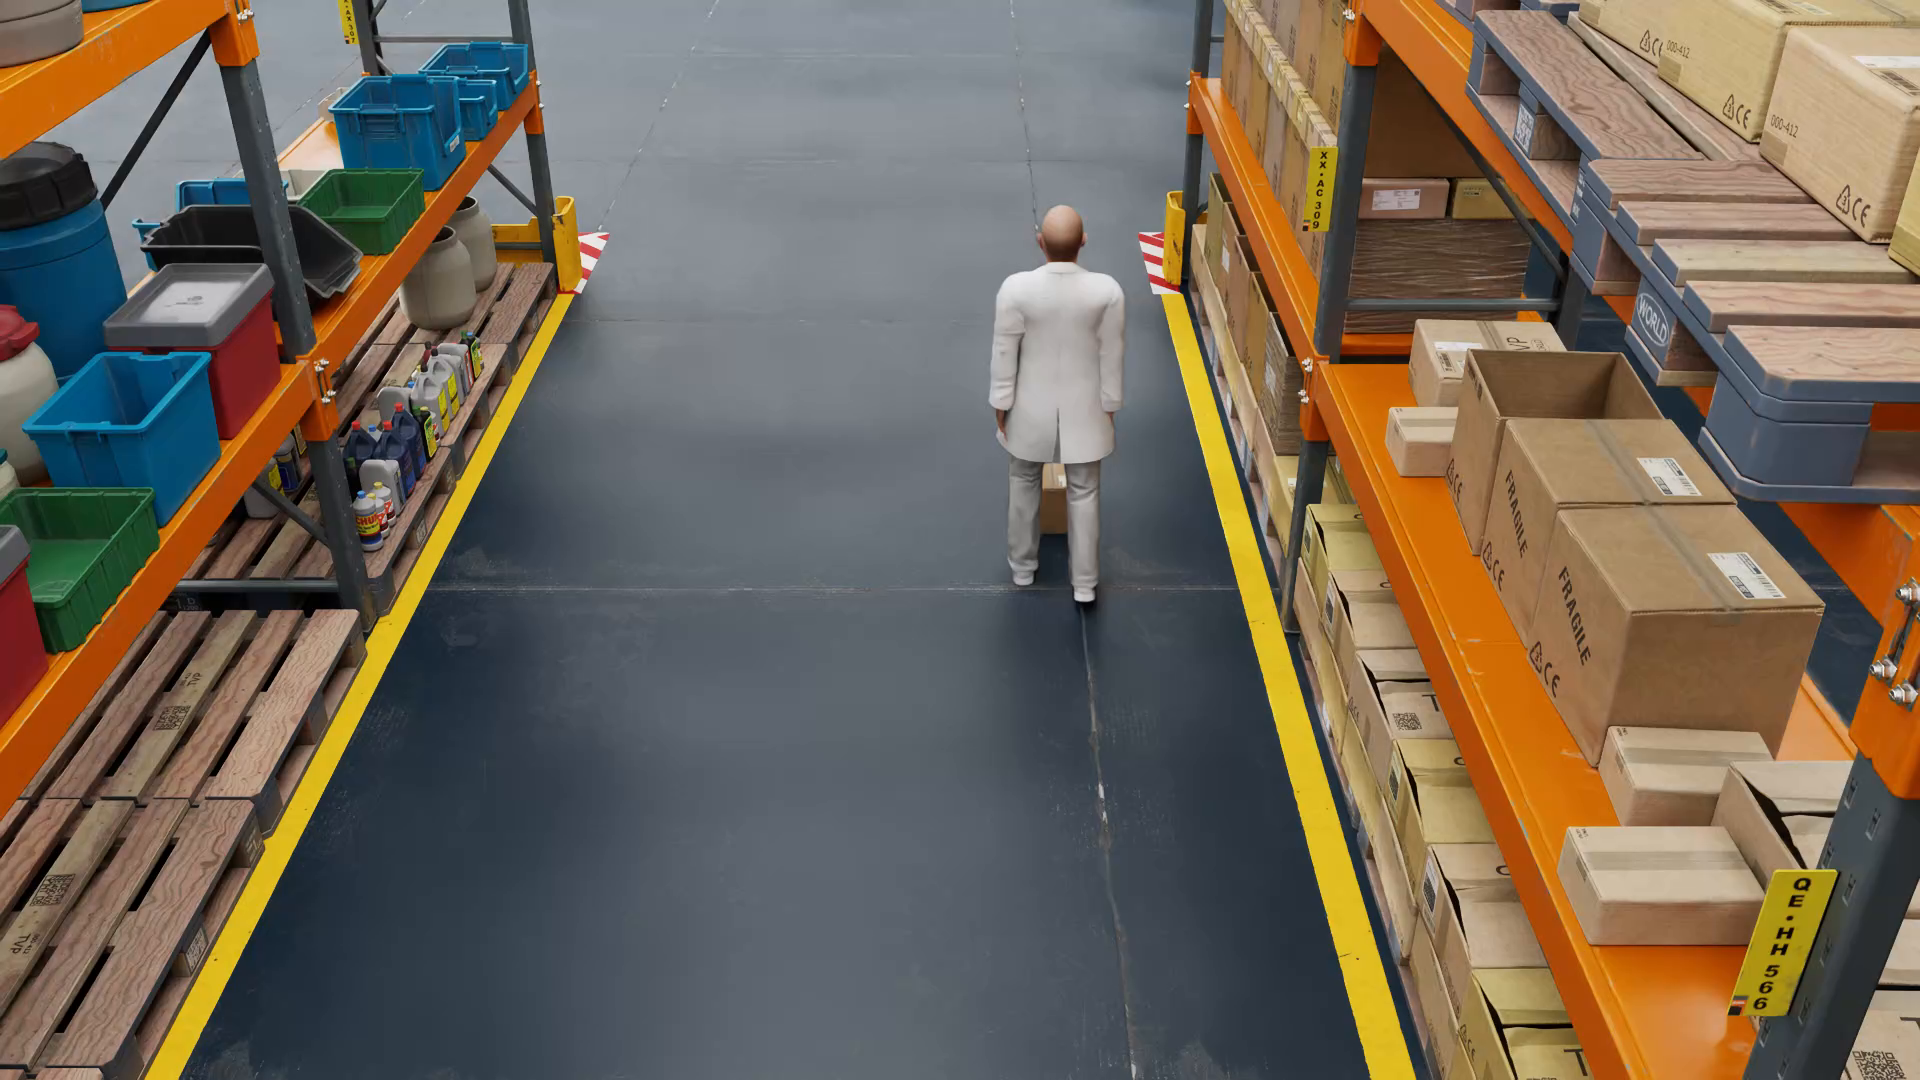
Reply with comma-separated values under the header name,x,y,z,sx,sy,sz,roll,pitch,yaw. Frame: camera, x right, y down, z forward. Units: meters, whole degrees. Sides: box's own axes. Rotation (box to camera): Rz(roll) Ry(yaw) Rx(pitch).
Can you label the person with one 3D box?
name,x,y,z,sx,sy,sz,roll,pitch,yaw
person,0.410,-0.581,7.149,0.571,1.768,0.533,1,31,2
